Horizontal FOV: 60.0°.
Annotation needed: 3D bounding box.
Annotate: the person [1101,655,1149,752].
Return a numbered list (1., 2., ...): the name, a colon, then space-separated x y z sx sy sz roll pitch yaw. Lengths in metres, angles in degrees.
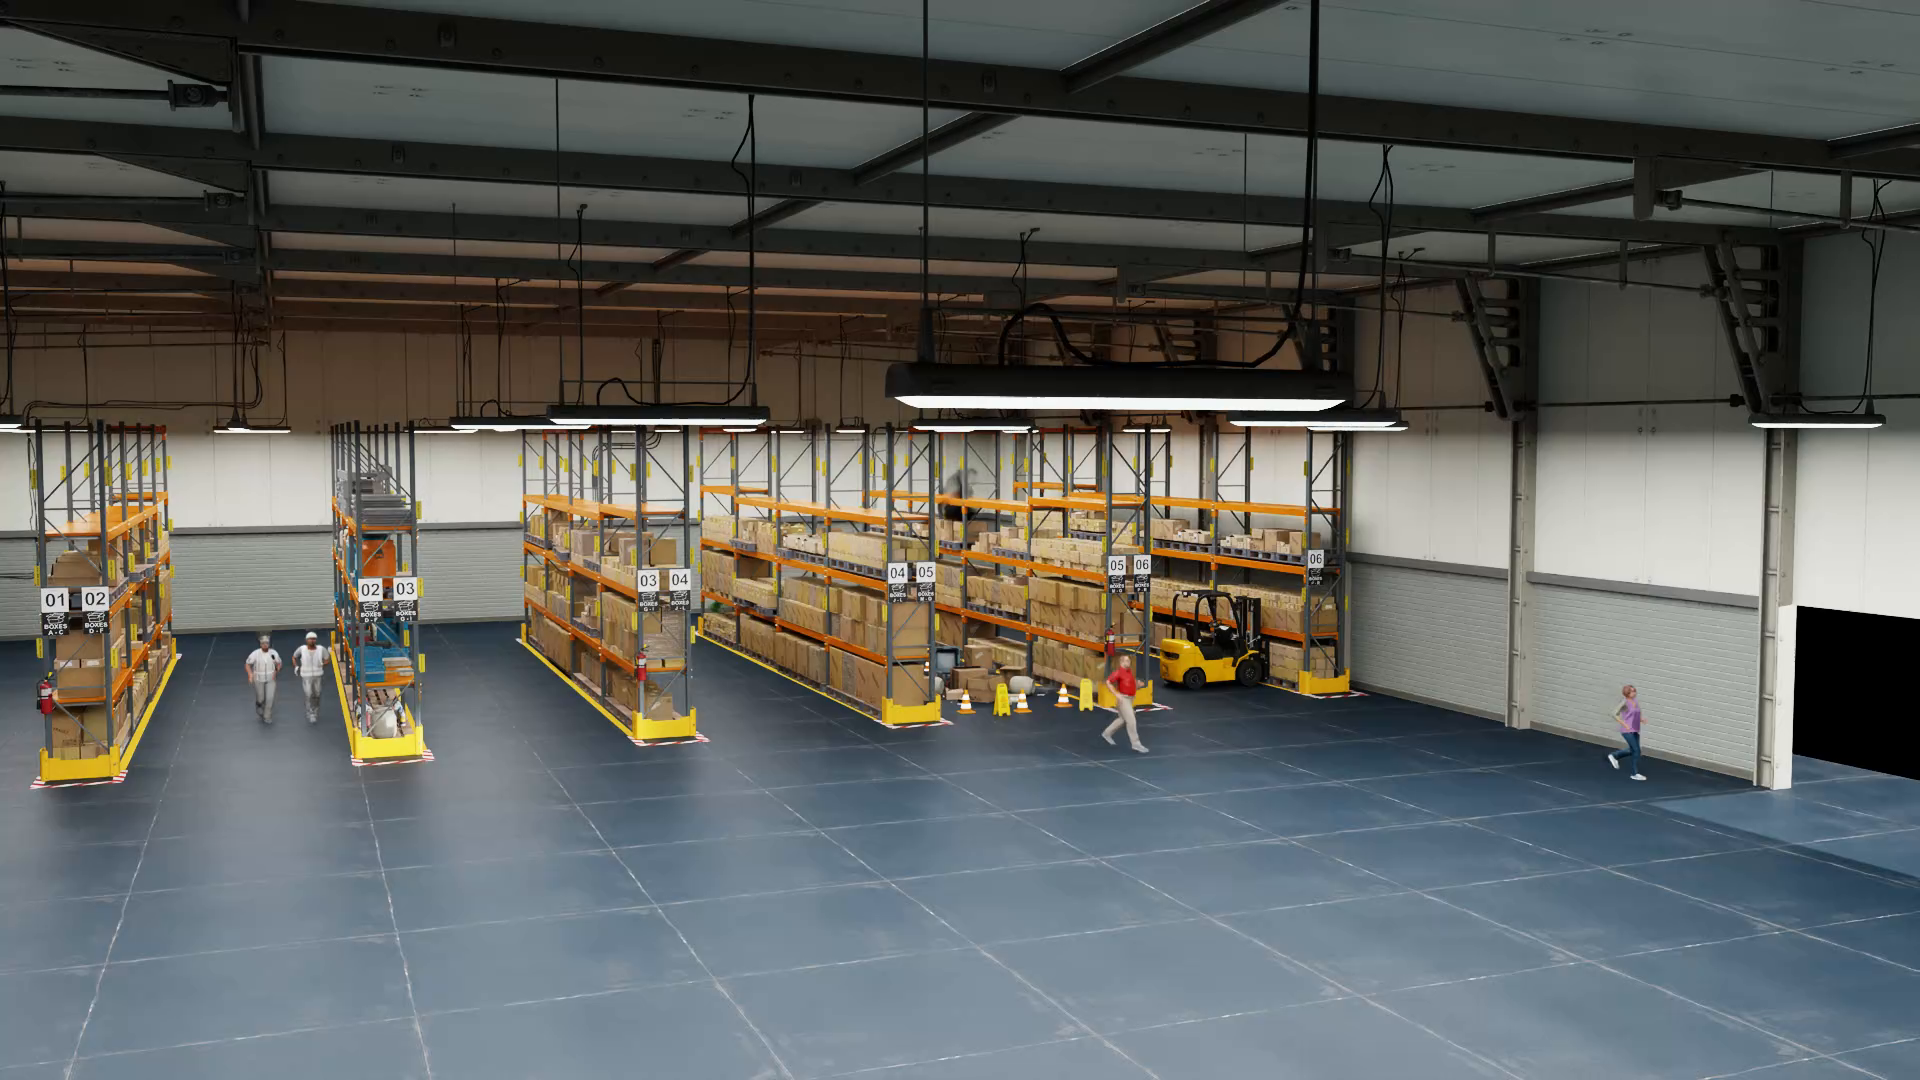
1. person: 3.007 2.950 30.224 0.964 1.721 0.661 2 4 25

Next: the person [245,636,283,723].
1. person: -13.934 2.783 33.330 0.683 1.749 0.613 -2 4 -31

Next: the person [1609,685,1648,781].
1. person: 11.141 3.202 27.794 0.509 1.562 0.743 -3 4 -35

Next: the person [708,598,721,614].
1. person: -7.219 1.759 49.476 0.531 1.747 0.670 -1 4 -19

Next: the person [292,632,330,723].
1. person: -12.978 2.726 33.327 0.698 1.770 0.892 -2 4 -29
